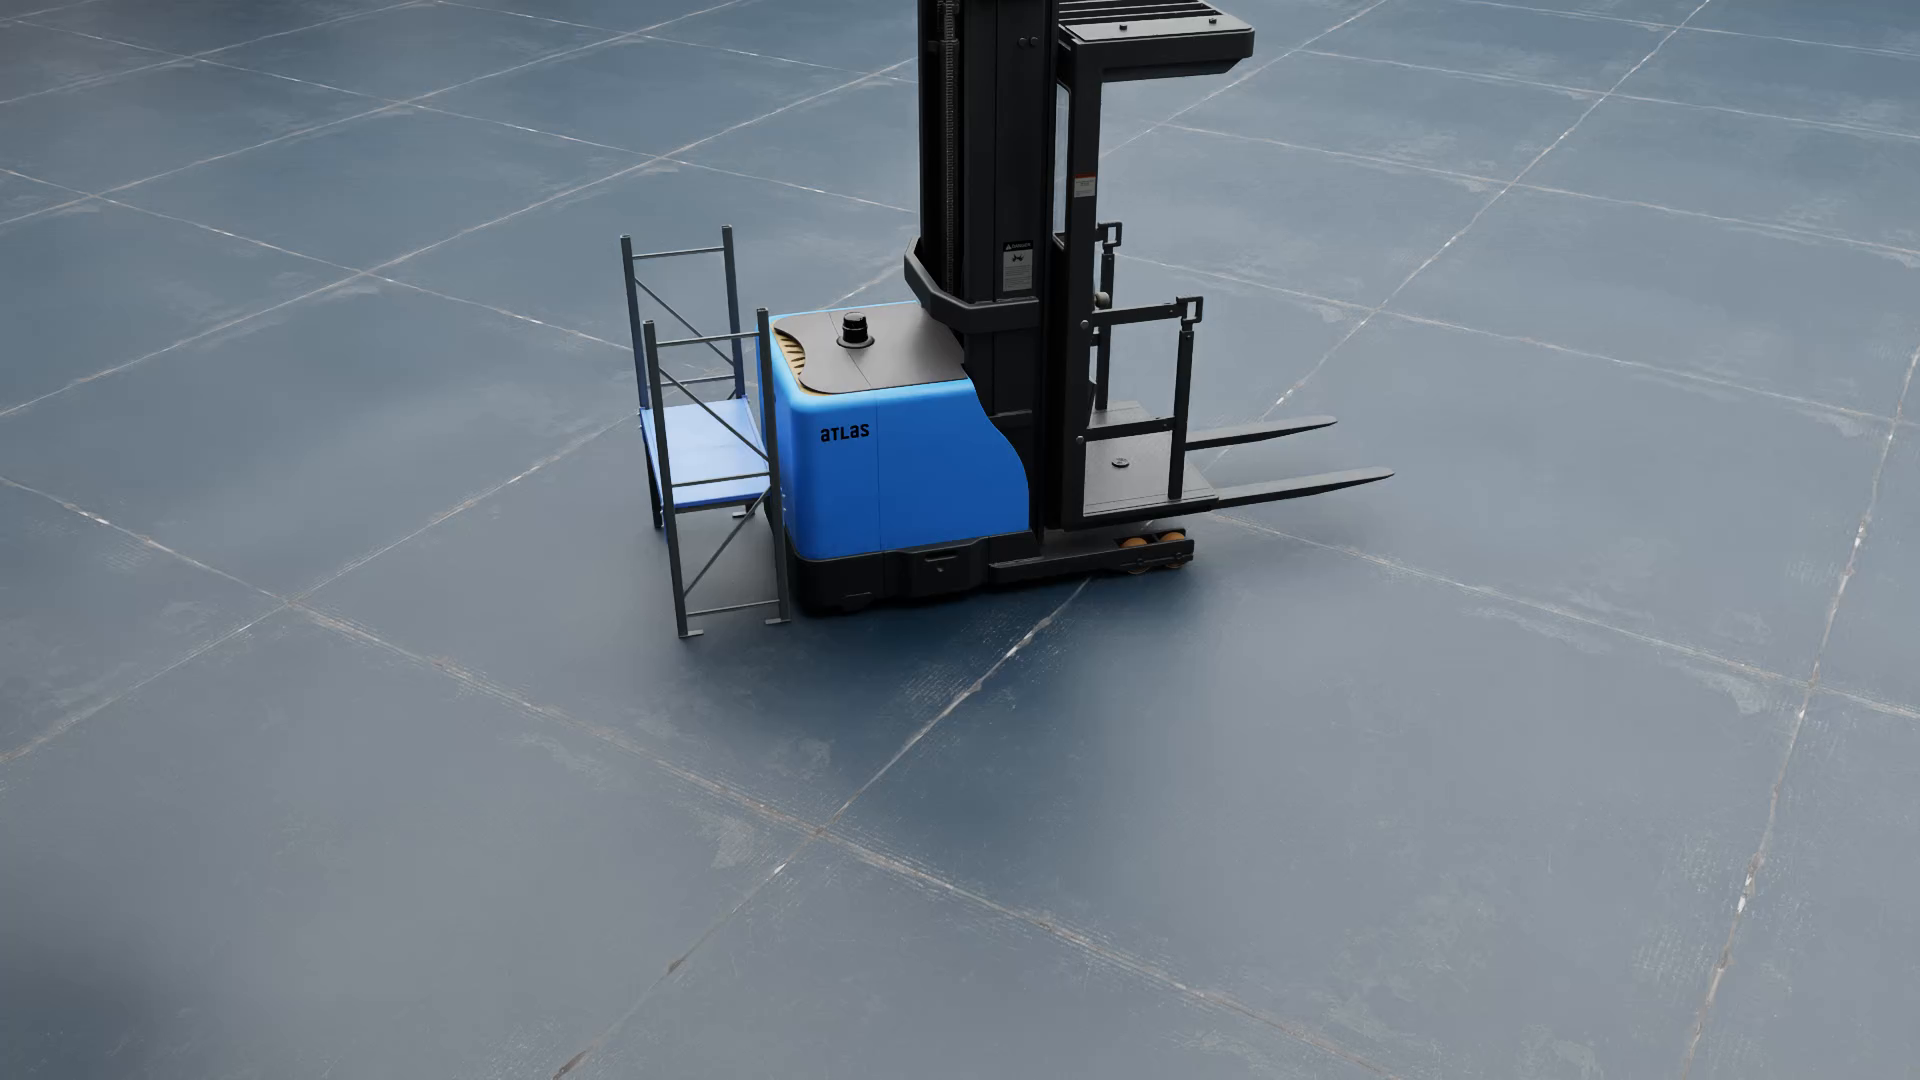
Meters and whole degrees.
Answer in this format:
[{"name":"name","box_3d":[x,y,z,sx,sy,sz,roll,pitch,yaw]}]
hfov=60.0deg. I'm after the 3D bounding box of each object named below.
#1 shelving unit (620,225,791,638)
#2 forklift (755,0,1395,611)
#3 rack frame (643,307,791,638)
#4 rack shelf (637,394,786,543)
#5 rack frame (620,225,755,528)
[{"name":"shelving unit","box_3d":[-1.144,-0.501,7.469,0.538,1.500,1.048,-8,31,-13]},{"name":"forklift","box_3d":[0.606,-1.354,7.514,3.031,2.935,1.130,-8,31,-14]},{"name":"rack frame","box_3d":[-1.013,-0.253,7.045,0.500,1.500,0.032,-8,31,-13]},{"name":"rack shelf","box_3d":[-1.143,-0.346,7.560,0.538,0.185,1.000,-8,31,-13]},{"name":"rack frame","box_3d":[-1.276,-0.748,7.893,0.500,1.500,0.032,-8,31,-13]}]
